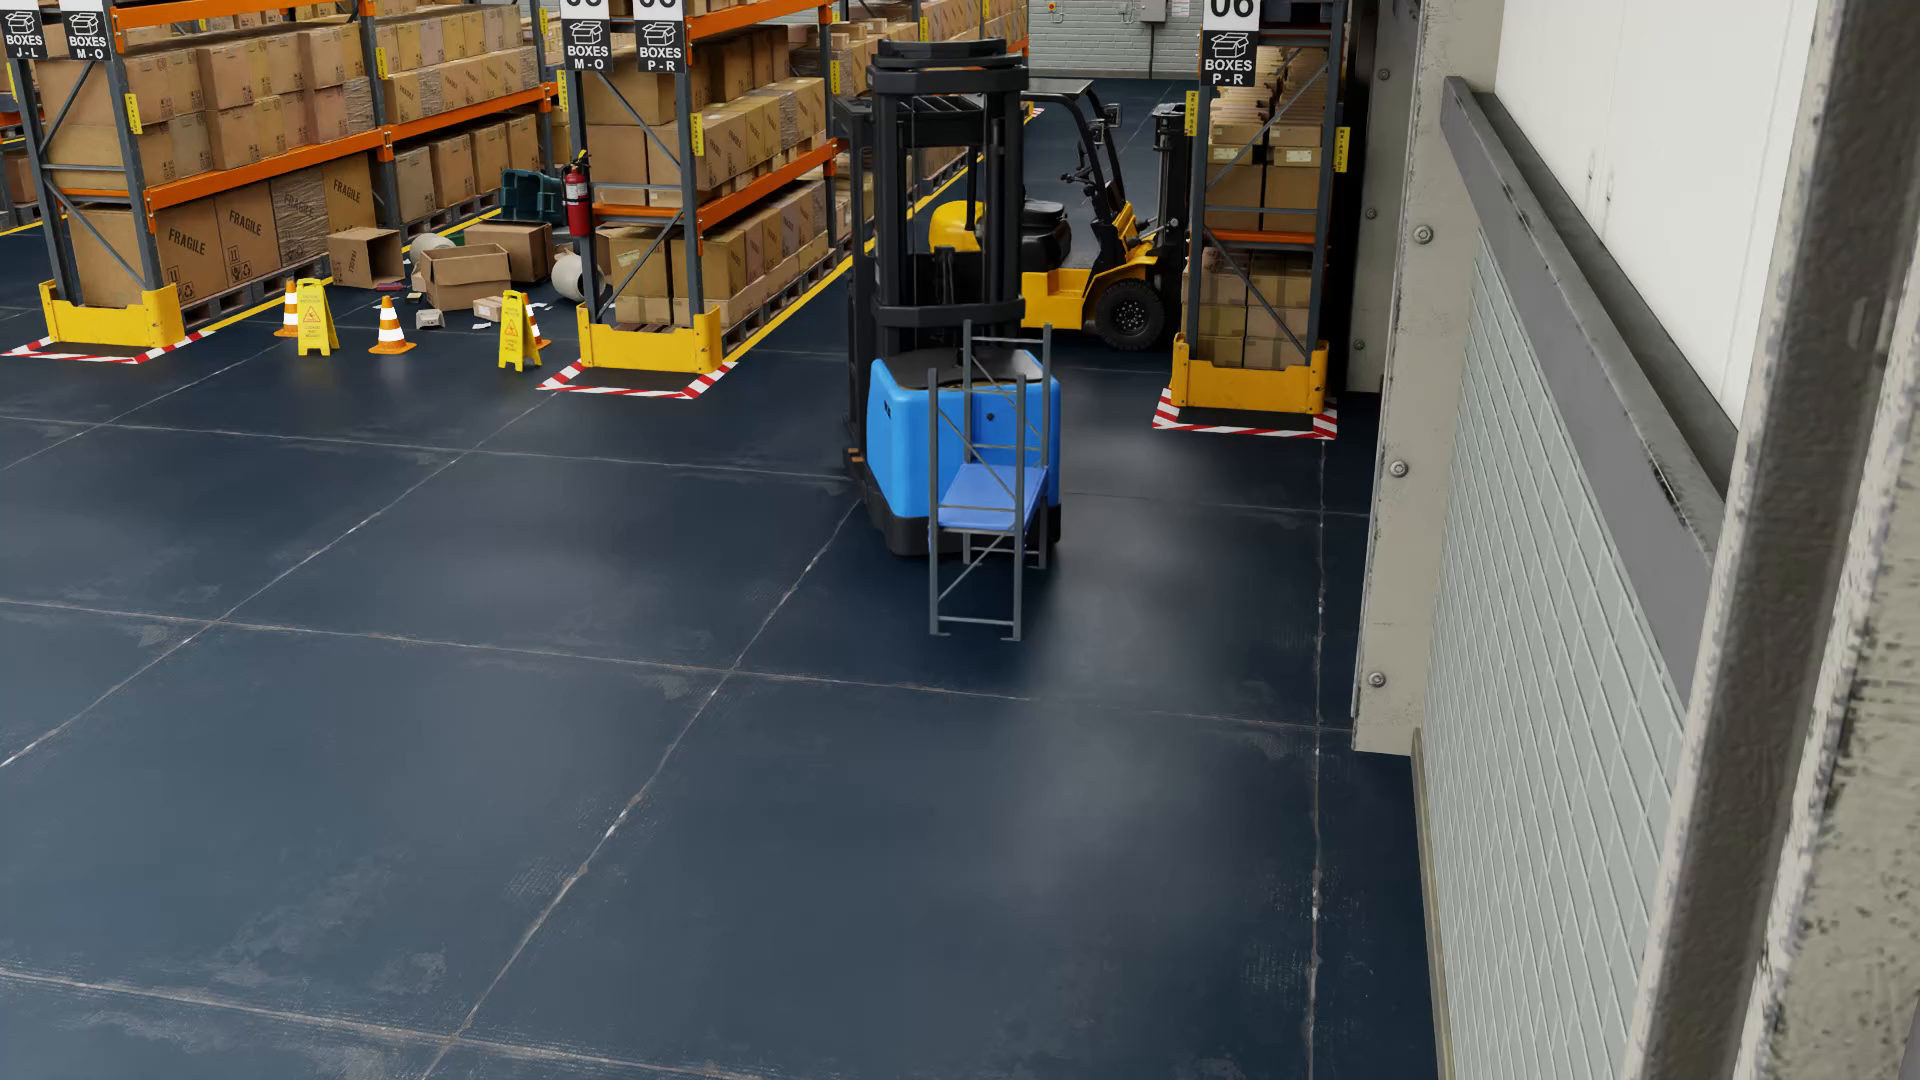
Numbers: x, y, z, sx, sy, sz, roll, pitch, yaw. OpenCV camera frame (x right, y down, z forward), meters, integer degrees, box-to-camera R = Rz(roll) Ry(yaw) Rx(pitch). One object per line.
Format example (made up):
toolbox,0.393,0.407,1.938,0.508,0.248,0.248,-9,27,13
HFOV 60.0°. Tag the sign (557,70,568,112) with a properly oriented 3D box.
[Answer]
sign,-3.151,-3.575,13.243,0.100,0.325,0.005,4,22,11

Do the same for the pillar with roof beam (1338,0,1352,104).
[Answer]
pillar with roof beam,2.731,-12.345,28.960,9.100,9.000,0.400,4,22,11

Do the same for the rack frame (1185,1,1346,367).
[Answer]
rack frame,2.248,-2.465,12.459,1.000,3.000,0.127,4,22,11

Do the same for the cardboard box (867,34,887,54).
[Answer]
cardboard box,-1.109,-5.385,18.616,0.500,0.500,0.500,4,22,9

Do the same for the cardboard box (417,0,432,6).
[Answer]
cardboard box,-9.513,-9.528,28.794,0.500,0.500,0.500,4,22,10

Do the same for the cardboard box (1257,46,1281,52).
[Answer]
cardboard box,4.033,-6.245,21.143,0.797,0.503,0.637,4,22,10

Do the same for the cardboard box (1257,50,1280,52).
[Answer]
cardboard box,3.474,-5.546,19.108,0.380,0.149,0.250,5,22,12

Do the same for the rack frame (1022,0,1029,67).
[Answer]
rack frame,0.653,-8.694,27.925,1.000,3.000,0.127,4,22,11

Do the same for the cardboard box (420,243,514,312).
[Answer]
cardboard box,-4.732,-2.520,15.936,0.797,0.503,0.637,-11,25,-26

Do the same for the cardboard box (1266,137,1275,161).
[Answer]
cardboard box,2.560,-3.012,12.815,0.380,0.149,0.250,4,22,11

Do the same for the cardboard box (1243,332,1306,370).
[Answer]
cardboard box,2.540,-1.549,13.303,0.500,0.250,0.500,5,22,11

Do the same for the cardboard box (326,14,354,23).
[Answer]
cardboard box,-9.693,-7.841,25.673,0.500,0.500,0.500,5,22,11

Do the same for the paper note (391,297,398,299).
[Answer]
paper note,-5.516,-2.346,16.164,0.032,0.001,0.123,18,28,38

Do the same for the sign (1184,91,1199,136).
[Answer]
sign,1.720,-3.159,12.314,0.100,0.325,0.005,4,22,11

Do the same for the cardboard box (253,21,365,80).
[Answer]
cardboard box,-6.771,-5.084,17.315,0.875,0.550,0.550,4,22,11

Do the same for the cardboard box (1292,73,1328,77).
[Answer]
cardboard box,3.295,-4.273,15.549,0.380,0.149,0.250,5,22,11

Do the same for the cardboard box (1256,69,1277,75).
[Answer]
cardboard box,3.092,-4.796,17.244,0.380,0.149,0.250,4,22,10

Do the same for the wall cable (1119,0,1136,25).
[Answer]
wall cable,3.172,-11.125,32.602,0.588,1.984,0.122,4,22,11

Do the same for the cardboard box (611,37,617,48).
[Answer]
cardboard box,-5.124,-7.109,23.765,0.380,0.149,0.250,3,22,9

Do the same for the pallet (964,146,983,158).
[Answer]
pallet,-0.247,-5.649,24.098,1.003,0.211,1.213,4,22,11

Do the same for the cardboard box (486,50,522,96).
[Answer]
cardboard box,-5.778,-5.787,20.574,0.500,0.500,0.500,4,22,11

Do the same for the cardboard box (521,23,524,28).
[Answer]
cardboard box,-6.088,-6.864,22.360,0.380,0.149,0.250,5,23,13

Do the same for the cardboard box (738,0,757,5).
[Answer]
cardboard box,-1.966,-4.686,14.296,0.380,0.149,0.250,5,22,12

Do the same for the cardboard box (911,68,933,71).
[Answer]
cardboard box,-0.633,-5.858,21.085,0.500,0.250,0.500,4,22,10

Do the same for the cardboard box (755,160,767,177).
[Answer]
cardboard box,-1.974,-3.400,15.117,0.380,0.149,0.250,4,22,9

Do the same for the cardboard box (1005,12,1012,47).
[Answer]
cardboard box,0.509,-7.982,26.025,0.500,0.500,0.500,5,22,13

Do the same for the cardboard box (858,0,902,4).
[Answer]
cardboard box,-1.033,-6.675,21.441,0.500,0.500,0.500,5,22,12

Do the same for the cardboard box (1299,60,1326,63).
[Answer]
cardboard box,3.876,-5.127,18.067,0.380,0.149,0.250,4,22,10

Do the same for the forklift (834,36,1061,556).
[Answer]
forklift,-0.196,-1.785,10.863,1.130,2.935,3.031,-5,22,-11

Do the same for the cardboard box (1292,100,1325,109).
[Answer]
cardboard box,2.897,-3.524,13.688,0.380,0.149,0.250,4,22,10

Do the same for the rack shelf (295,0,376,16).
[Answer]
rack shelf,-6.254,-6.435,19.263,1.077,0.370,4.000,4,22,11

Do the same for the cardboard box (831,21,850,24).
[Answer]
cardboard box,-1.298,-6.000,20.143,0.500,0.500,0.500,4,22,9

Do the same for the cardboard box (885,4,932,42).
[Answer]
cardboard box,-0.639,-6.440,20.856,0.500,0.500,0.500,4,22,9

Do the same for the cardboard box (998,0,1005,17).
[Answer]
cardboard box,0.396,-8.267,25.394,0.500,0.500,0.500,5,22,12

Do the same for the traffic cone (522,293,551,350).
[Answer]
traffic cone,-3.787,-1.921,14.504,0.336,0.463,0.334,4,22,11

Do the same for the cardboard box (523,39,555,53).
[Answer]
cardboard box,-5.551,-6.486,21.819,0.380,0.149,0.250,5,23,13

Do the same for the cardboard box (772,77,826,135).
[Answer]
cardboard box,-1.643,-4.308,16.503,0.500,0.500,0.500,4,22,10

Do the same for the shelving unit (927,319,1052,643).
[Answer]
shelving unit,0.178,-0.351,9.217,0.538,1.500,1.048,4,22,10

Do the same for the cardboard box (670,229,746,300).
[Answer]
cardboard box,-2.172,-2.392,14.392,0.500,0.500,0.500,4,22,9

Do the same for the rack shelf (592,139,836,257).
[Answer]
rack shelf,-2.203,-3.240,15.346,1.077,0.370,4.000,4,22,11

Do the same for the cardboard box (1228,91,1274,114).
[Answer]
cardboard box,2.490,-3.750,14.248,0.380,0.149,0.250,5,22,11

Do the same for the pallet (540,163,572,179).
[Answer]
pallet,-5.685,-5.101,22.735,1.003,0.211,1.213,4,22,11

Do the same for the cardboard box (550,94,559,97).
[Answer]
cardboard box,-5.751,-6.132,23.344,0.500,0.250,0.500,5,22,12

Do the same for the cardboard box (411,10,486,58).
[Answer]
cardboard box,-6.151,-6.082,19.968,0.700,0.500,0.500,4,22,10

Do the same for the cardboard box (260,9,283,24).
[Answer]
cardboard box,-10.250,-7.785,24.192,0.797,0.503,0.637,5,23,13

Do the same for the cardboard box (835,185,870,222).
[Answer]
cardboard box,-1.547,-3.736,18.570,0.950,0.372,0.625,6,23,14

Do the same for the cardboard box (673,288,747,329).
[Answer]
cardboard box,-2.176,-2.035,14.511,0.500,0.250,0.500,4,22,10

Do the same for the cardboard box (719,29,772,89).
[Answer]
cardboard box,-2.223,-4.624,15.948,0.700,0.500,0.500,5,22,11

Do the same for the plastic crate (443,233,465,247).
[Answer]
plastic crate,-5.415,-3.204,17.982,0.450,0.188,0.662,7,21,42

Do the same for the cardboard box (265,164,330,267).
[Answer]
cardboard box,-7.039,-3.300,16.814,0.875,0.875,0.875,5,22,11

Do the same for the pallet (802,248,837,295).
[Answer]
pallet,-1.898,-2.763,16.932,1.003,0.211,1.213,4,22,11

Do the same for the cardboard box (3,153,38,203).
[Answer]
cardboard box,-11.351,-4.328,19.842,0.700,0.500,0.500,3,22,7

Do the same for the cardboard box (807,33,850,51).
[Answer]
cardboard box,-1.353,-5.130,17.114,0.380,0.149,0.250,4,22,11
